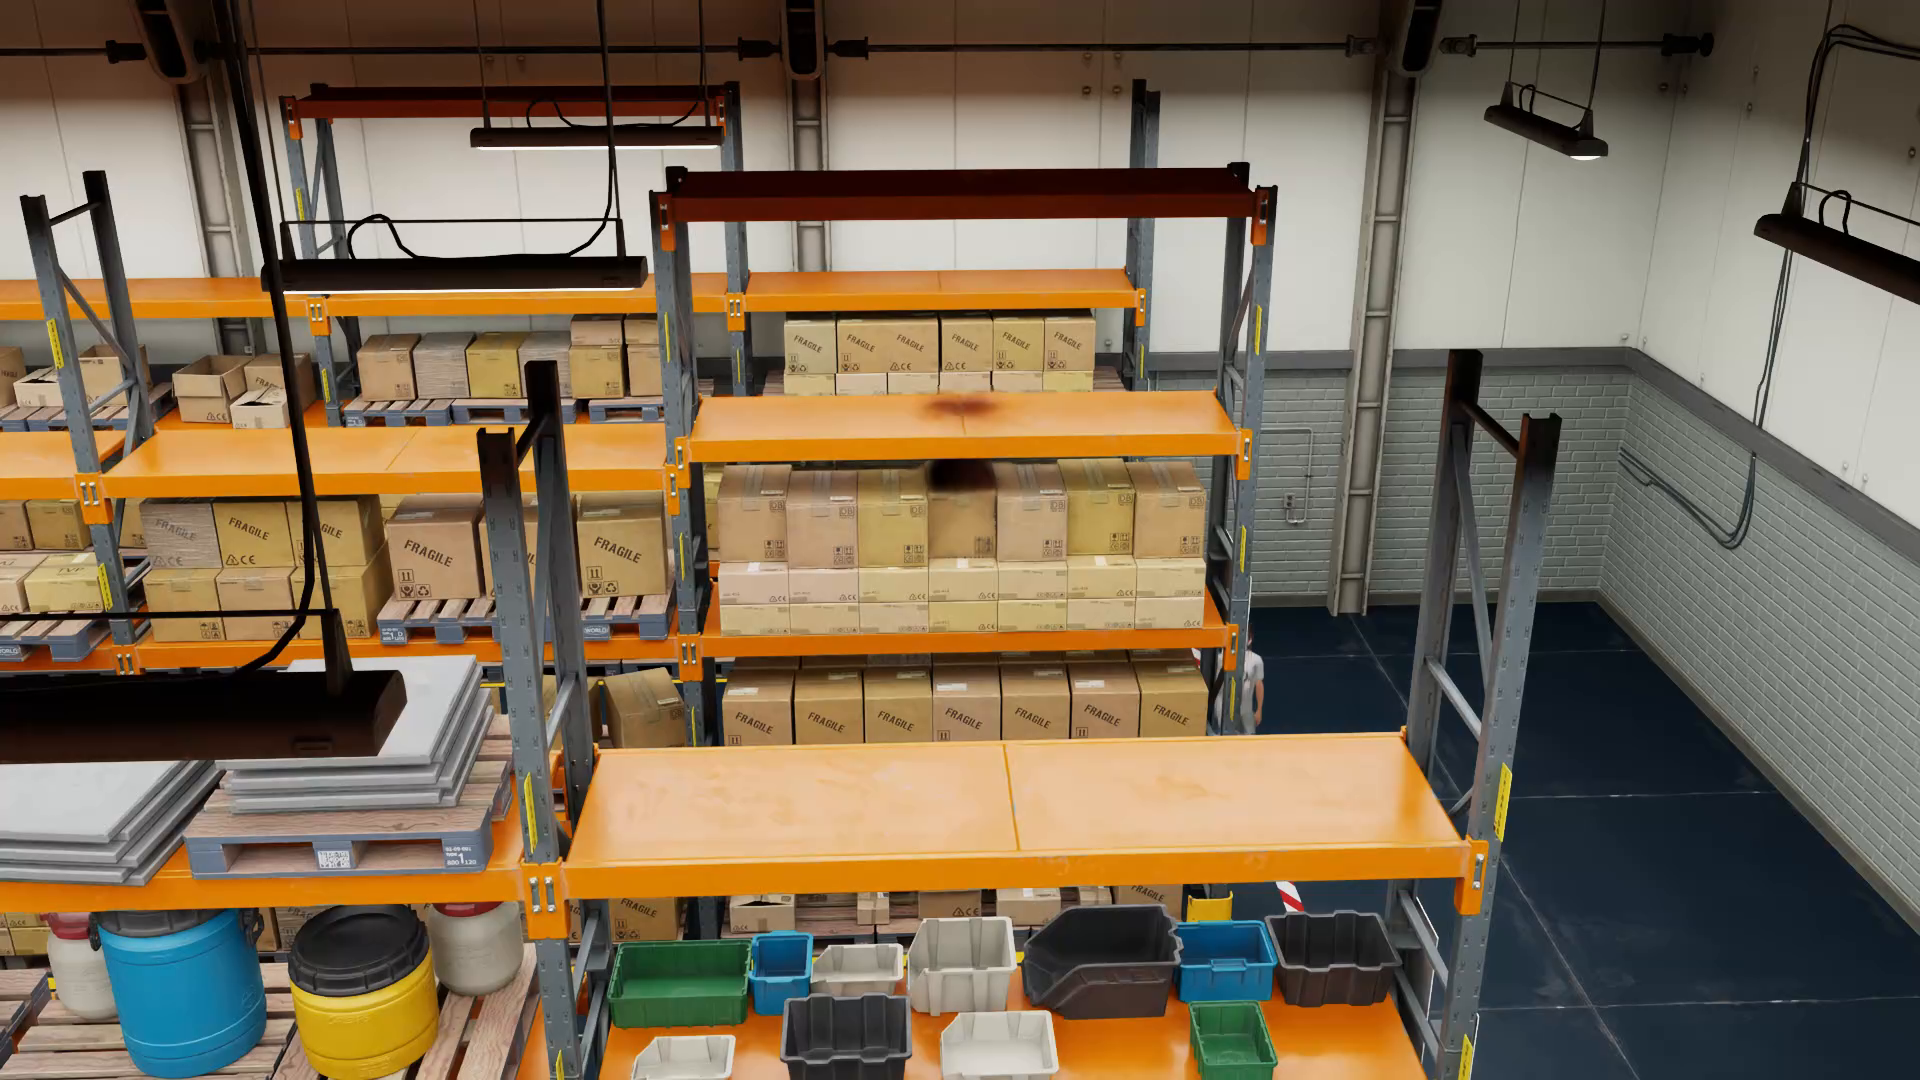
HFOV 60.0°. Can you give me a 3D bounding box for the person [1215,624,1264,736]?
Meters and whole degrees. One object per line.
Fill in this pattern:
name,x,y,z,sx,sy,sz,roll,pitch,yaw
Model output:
person,2.477,1.529,15.202,0.500,1.620,0.710,-9,24,-21
